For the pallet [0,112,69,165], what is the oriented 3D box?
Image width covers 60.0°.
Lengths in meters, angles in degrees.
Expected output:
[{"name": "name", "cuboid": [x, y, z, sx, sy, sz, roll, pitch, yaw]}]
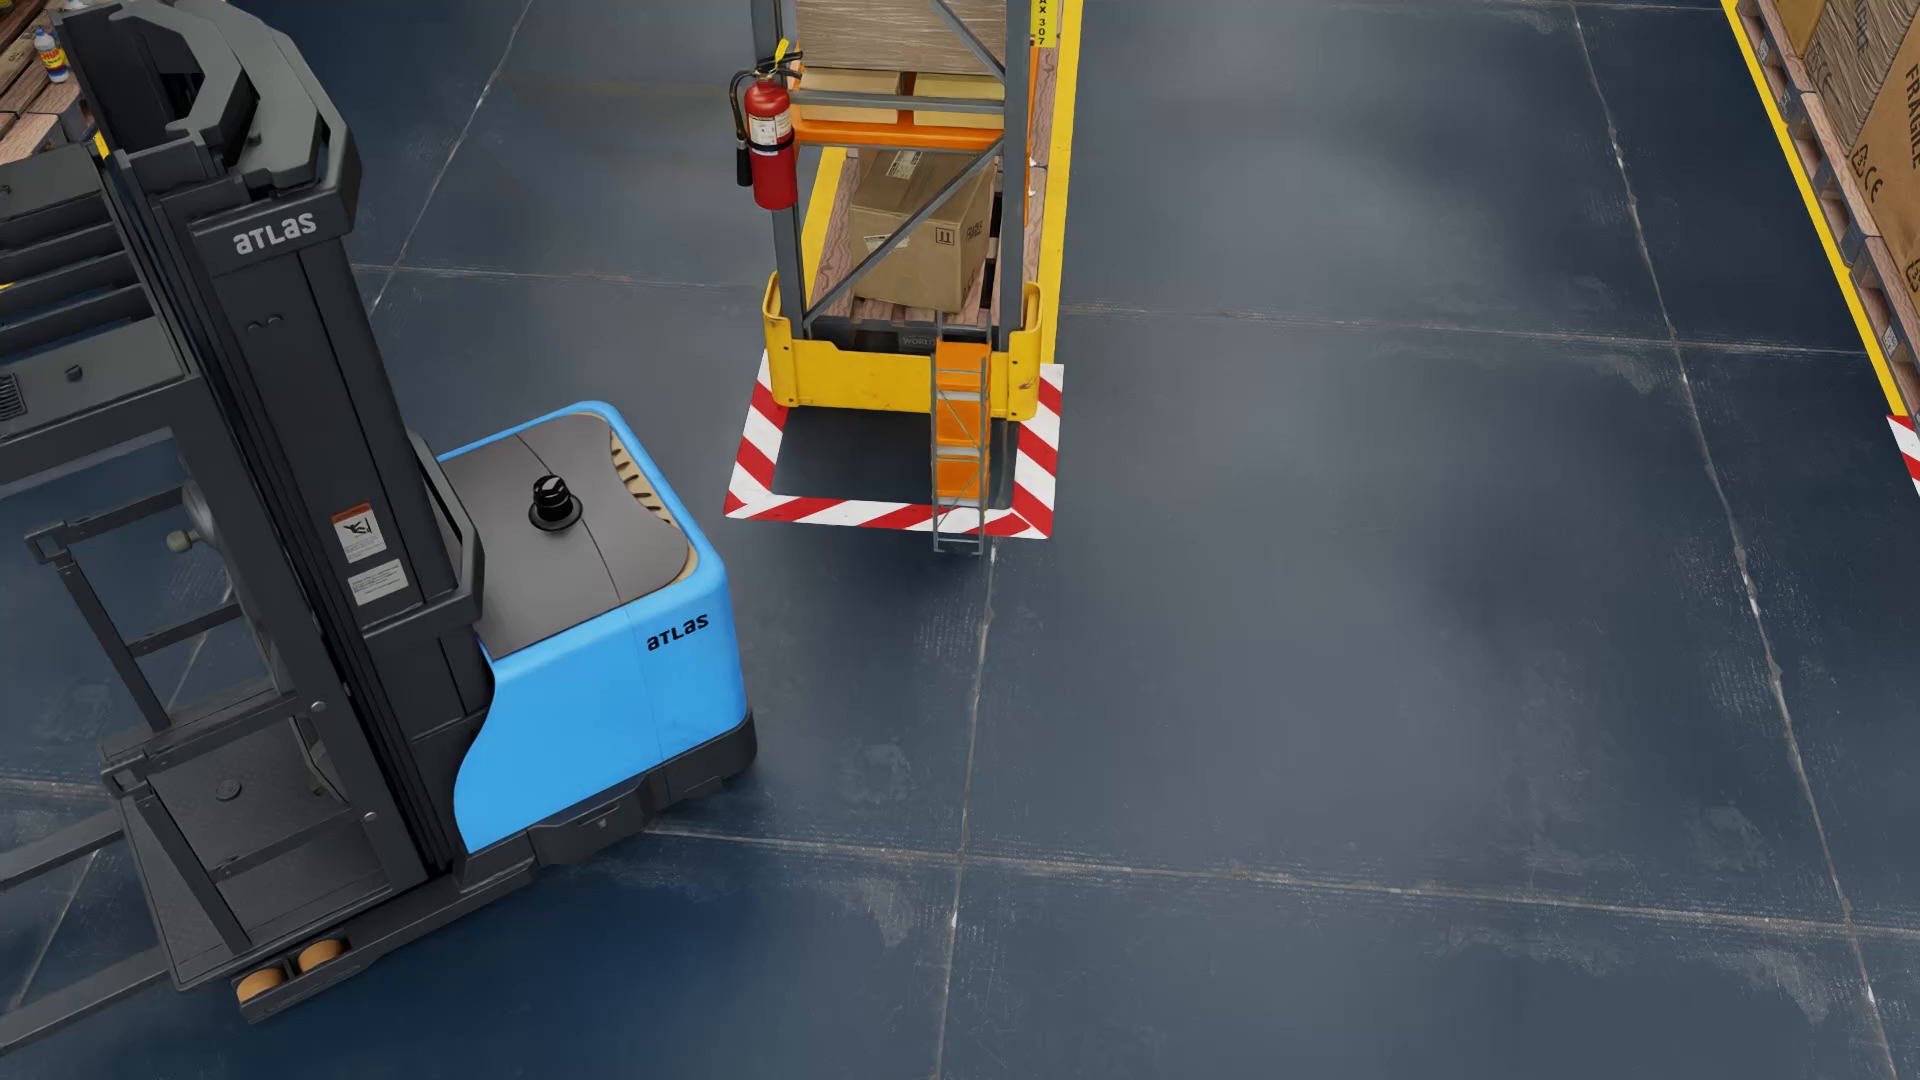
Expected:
[{"name": "pallet", "cuboid": [-5.138, -1.684, 8.173, 1.003, 0.211, 1.213, 4, 48, 4]}]

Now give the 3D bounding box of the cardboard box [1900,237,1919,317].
[{"name": "cardboard box", "cuboid": [4.681, -1.156, 6.956, 0.875, 0.875, 0.875, 4, 48, 4]}]

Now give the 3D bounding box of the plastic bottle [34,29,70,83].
[{"name": "plastic bottle", "cuboid": [-4.702, -2.509, 8.588, 0.097, 0.271, 0.097, 0, 48, 0]}]

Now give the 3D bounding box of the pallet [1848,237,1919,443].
[{"name": "pallet", "cuboid": [4.680, -0.880, 7.438, 1.003, 0.211, 1.213, 4, 48, 4]}]

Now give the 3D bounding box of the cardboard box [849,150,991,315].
[{"name": "cardboard box", "cuboid": [-0.171, -1.392, 7.426, 0.500, 0.500, 0.500, 12, 49, 11]}]

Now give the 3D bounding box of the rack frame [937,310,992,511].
[{"name": "rack frame", "cuboid": [0.016, -0.483, 6.506, 0.200, 1.050, 0.008, 4, 48, 4]}]

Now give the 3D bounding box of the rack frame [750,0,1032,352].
[{"name": "rack frame", "cuboid": [-0.245, -1.637, 6.240, 1.000, 3.000, 0.127, 4, 48, 4]}]

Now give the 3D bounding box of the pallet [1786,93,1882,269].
[{"name": "pallet", "cuboid": [4.794, -1.774, 8.256, 1.003, 0.211, 1.213, 4, 48, 4]}]

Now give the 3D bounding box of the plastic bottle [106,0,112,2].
[{"name": "plastic bottle", "cuboid": [-4.643, -2.983, 9.022, 0.097, 0.271, 0.097, 0, 48, 0]}]

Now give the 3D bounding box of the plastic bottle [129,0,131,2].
[{"name": "plastic bottle", "cuboid": [-4.633, -3.034, 9.117, 0.097, 0.201, 0.097, 0, 48, 0]}]

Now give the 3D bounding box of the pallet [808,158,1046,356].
[{"name": "pallet", "cuboid": [-0.129, -1.346, 7.864, 1.003, 0.211, 1.213, 4, 48, 4]}]

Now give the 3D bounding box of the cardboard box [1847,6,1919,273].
[{"name": "cardboard box", "cuboid": [4.759, -1.803, 7.547, 0.875, 0.875, 0.875, 3, 48, 3]}]

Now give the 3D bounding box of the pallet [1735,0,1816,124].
[{"name": "pallet", "cuboid": [4.903, -2.673, 9.078, 1.003, 0.211, 1.213, 4, 48, 4]}]

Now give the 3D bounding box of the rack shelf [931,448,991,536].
[{"name": "rack shelf", "cuboid": [0.005, -0.199, 6.637, 0.215, 0.259, 0.240, 4, 48, 4]}]

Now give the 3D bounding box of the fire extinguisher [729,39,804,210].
[{"name": "fire extinguisher", "cuboid": [-0.714, -1.557, 6.220, 0.296, 0.674, 0.183, 4, 48, 4]}]

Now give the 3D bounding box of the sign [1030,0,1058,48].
[{"name": "sign", "cuboid": [0.296, -1.892, 5.887, 0.100, 0.325, 0.005, 4, 48, 4]}]

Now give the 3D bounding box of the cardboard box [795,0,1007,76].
[{"name": "cardboard box", "cuboid": [-0.167, -2.173, 6.461, 0.875, 0.500, 0.500, 4, 48, 4]}]

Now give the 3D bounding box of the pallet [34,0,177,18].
[{"name": "pallet", "cuboid": [-4.915, -3.477, 9.813, 1.003, 0.211, 1.213, 4, 48, 4]}]

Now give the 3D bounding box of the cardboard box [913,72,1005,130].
[{"name": "cardboard box", "cuboid": [0.019, -1.745, 6.510, 0.380, 0.149, 0.250, 4, 48, 4]}]

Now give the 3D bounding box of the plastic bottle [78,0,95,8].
[{"name": "plastic bottle", "cuboid": [-4.661, -2.834, 8.886, 0.097, 0.271, 0.097, 0, 48, 0]}]

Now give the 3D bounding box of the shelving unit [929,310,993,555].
[{"name": "shelving unit", "cuboid": [0.005, -0.394, 6.424, 0.215, 1.050, 0.252, 4, 48, 4]}]

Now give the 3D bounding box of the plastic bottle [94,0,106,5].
[{"name": "plastic bottle", "cuboid": [-4.652, -2.883, 8.978, 0.097, 0.201, 0.097, 0, 48, 0]}]

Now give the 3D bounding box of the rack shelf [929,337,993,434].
[{"name": "rack shelf", "cuboid": [0.005, -0.578, 6.223, 0.215, 0.259, 0.240, 4, 48, 4]}]

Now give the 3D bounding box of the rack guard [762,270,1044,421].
[{"name": "rack guard", "cuboid": [-0.238, -0.849, 7.213, 1.175, 0.500, 0.348, 4, 48, 4]}]

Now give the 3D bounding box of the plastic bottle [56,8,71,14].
[{"name": "plastic bottle", "cuboid": [-4.663, -2.678, 8.735, 0.061, 0.283, 0.133, 5, 48, 4]}]

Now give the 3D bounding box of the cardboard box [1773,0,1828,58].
[{"name": "cardboard box", "cuboid": [4.923, -3.135, 8.766, 0.875, 0.875, 0.875, 5, 48, 4]}]

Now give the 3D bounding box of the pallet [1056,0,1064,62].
[{"name": "pallet", "cuboid": [0.094, -3.139, 9.504, 1.003, 0.211, 1.213, 4, 48, 4]}]

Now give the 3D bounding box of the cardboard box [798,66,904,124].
[{"name": "cardboard box", "cuboid": [-0.424, -1.775, 6.537, 0.380, 0.149, 0.250, 4, 48, 4]}]

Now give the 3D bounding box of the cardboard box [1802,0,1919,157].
[{"name": "cardboard box", "cuboid": [4.844, -2.473, 8.160, 0.875, 0.875, 0.875, 4, 48, 4]}]

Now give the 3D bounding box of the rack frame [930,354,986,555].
[{"name": "rack frame", "cuboid": [-0.006, -0.304, 6.342, 0.200, 1.050, 0.008, 4, 48, 4]}]

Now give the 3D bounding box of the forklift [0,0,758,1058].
[{"name": "forklift", "cuboid": [-2.253, 0.099, 4.699, 3.031, 2.935, 1.130, -24, 52, -21]}]

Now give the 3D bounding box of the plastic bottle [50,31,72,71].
[{"name": "plastic bottle", "cuboid": [-4.692, -2.561, 8.684, 0.097, 0.201, 0.097, 0, 48, 0]}]

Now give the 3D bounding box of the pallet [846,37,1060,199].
[{"name": "pallet", "cuboid": [-0.015, -2.240, 8.682, 1.003, 0.211, 1.213, 4, 48, 4]}]

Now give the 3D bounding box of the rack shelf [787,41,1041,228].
[{"name": "rack shelf", "cuboid": [-0.063, -2.863, 7.850, 1.077, 0.370, 4.000, 4, 48, 4]}]

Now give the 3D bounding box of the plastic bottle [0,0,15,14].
[{"name": "plastic bottle", "cuboid": [-5.248, -2.984, 9.071, 0.097, 0.201, 0.097, 0, 48, 0]}]

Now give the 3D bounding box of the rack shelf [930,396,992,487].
[{"name": "rack shelf", "cuboid": [0.005, -0.386, 6.432, 0.215, 0.259, 0.240, 4, 48, 4]}]

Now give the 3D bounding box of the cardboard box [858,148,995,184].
[{"name": "cardboard box", "cuboid": [-0.151, -1.834, 7.830, 0.500, 0.500, 0.500, 15, 49, 14]}]

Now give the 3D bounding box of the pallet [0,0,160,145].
[{"name": "pallet", "cuboid": [-5.024, -2.578, 8.991, 1.003, 0.211, 1.213, 4, 48, 4]}]

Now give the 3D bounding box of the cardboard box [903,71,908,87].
[{"name": "cardboard box", "cuboid": [-0.401, -1.959, 6.705, 0.380, 0.149, 0.250, 4, 48, 4]}]

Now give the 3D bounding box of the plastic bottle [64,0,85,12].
[{"name": "plastic bottle", "cuboid": [-4.670, -2.760, 8.819, 0.097, 0.271, 0.097, 0, 48, 0]}]
